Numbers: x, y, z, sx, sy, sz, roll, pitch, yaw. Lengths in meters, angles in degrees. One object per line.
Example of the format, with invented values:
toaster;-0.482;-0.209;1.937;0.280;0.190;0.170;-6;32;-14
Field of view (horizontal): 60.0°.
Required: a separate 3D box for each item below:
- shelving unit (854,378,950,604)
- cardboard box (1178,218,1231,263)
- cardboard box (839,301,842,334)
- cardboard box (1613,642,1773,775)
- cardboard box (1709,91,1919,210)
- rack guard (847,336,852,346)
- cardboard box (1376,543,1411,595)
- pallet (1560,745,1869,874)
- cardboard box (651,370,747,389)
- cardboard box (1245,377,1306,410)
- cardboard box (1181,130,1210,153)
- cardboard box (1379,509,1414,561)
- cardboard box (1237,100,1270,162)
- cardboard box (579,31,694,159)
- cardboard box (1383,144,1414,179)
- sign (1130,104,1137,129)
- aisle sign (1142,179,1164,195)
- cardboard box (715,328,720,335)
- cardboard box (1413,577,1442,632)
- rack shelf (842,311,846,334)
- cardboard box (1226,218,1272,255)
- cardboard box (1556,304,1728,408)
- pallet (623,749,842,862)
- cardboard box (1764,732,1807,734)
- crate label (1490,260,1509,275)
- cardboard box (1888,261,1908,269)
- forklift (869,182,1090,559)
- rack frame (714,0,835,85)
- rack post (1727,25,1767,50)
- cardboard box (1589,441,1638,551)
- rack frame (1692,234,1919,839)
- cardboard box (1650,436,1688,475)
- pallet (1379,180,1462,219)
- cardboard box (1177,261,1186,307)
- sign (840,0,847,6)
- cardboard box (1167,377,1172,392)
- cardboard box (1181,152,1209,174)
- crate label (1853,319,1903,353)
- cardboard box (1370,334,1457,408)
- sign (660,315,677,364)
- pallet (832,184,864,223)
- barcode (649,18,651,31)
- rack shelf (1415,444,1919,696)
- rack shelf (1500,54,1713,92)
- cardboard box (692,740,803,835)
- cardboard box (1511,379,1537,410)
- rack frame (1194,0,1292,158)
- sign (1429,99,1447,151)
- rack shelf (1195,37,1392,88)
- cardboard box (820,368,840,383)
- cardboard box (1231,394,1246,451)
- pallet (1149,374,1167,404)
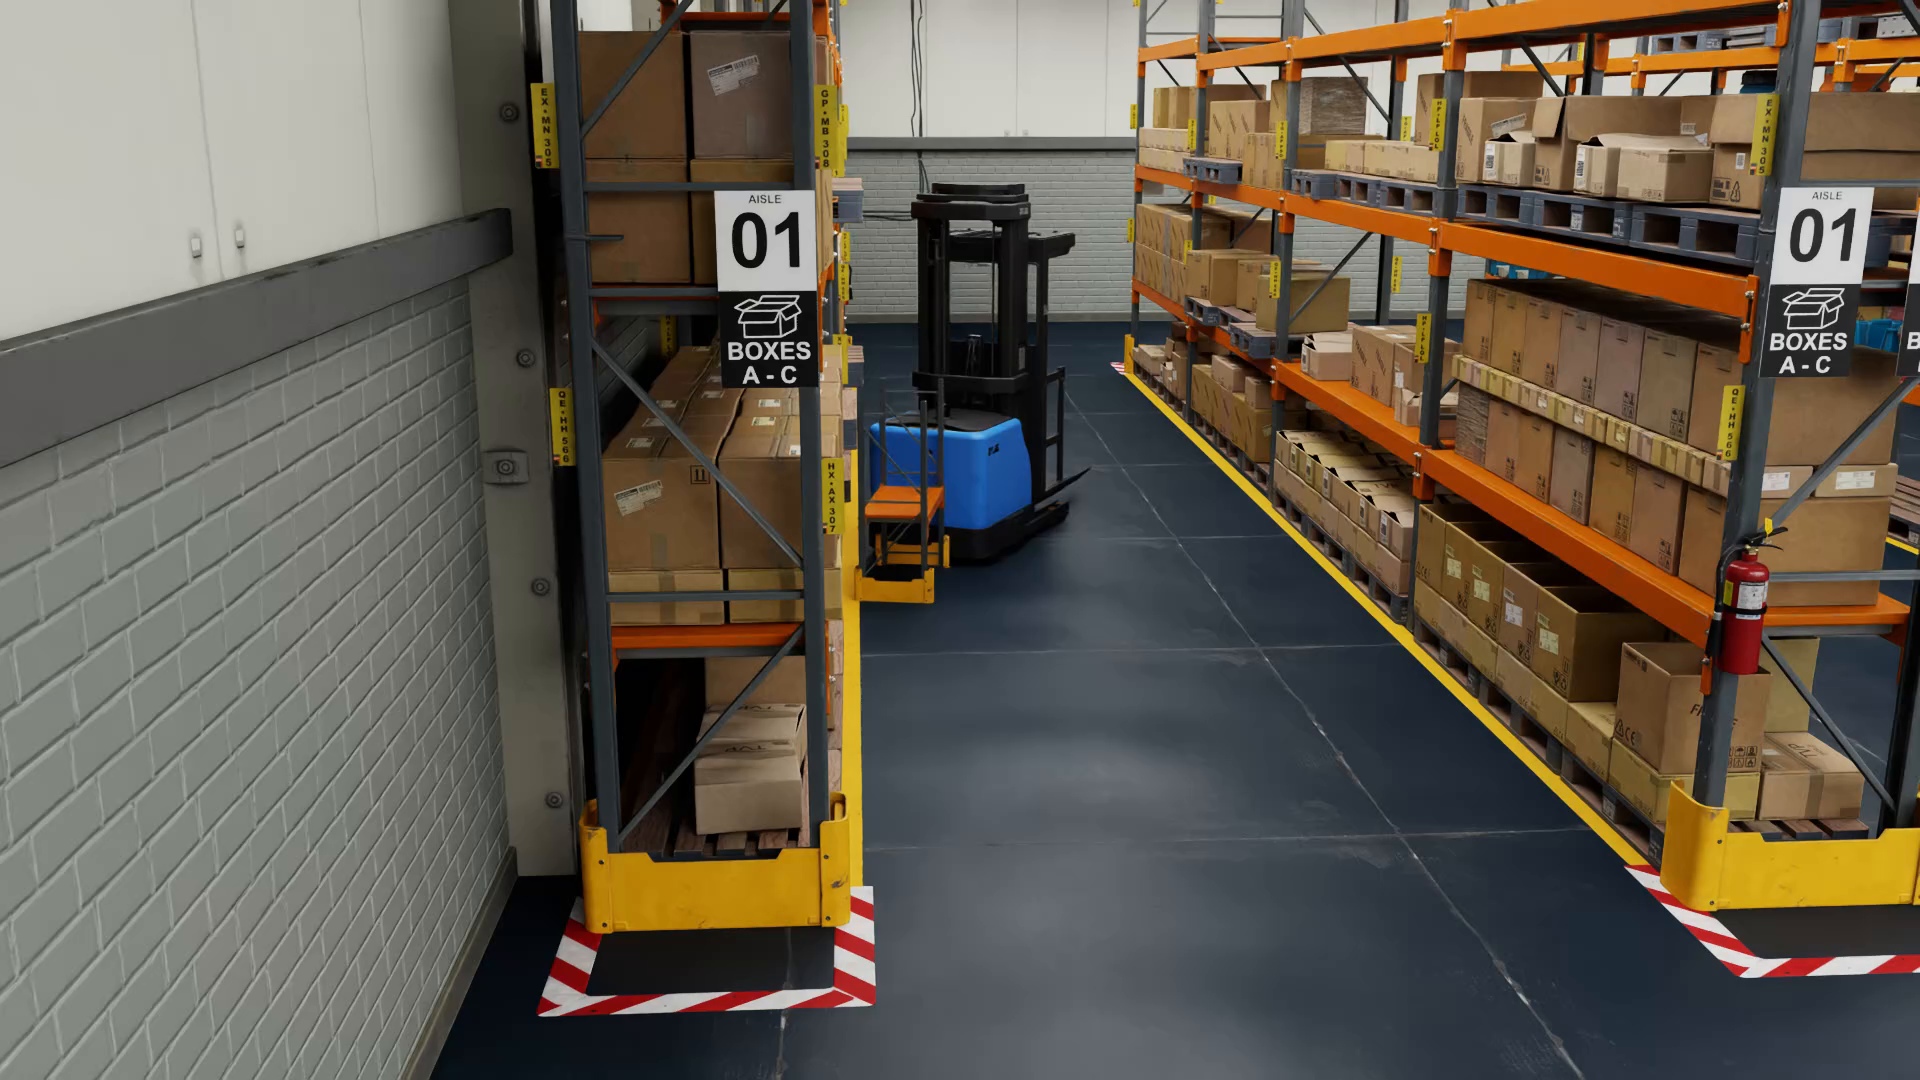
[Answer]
shelving unit;-0.430;-0.399;12.568;0.587;1.500;1.083;2;15;6
cardboard box;2.834;-3.472;19.293;0.500;0.500;0.500;-1;14;-3
cardboard box;-1.348;-2.072;15.222;0.500;0.500;0.500;0;14;-2
cardboard box;3.537;0.803;8.055;0.500;0.500;0.500;-1;14;-3
cardboard box;3.835;-1.750;7.457;0.797;0.503;0.637;0;14;0
rack guard;-2.070;-2.530;22.857;1.175;0.500;0.348;-1;14;-3
cardboard box;3.304;0.202;11.898;0.500;0.250;0.500;-1;14;-4
pallet;3.778;1.328;8.442;1.003;0.211;1.213;-1;14;-3
cardboard box;-1.451;-0.678;9.397;0.500;0.500;0.500;0;14;-2
cardboard box;3.071;-1.431;16.198;0.500;0.250;0.500;0;14;-1
cardboard box;2.822;-4.556;18.993;0.500;0.250;0.500;-1;14;-3
cardboard box;3.308;-0.067;11.819;0.500;0.311;0.500;-1;14;-3
cardboard box;3.166;-4.112;16.725;0.600;0.600;0.600;-1;15;-6
cardboard box;-1.365;-1.854;6.944;0.500;0.500;0.500;0;14;-1
cardboard box;3.562;-2.888;12.668;0.500;0.250;0.500;-2;15;-8
sign;2.334;-5.680;22.308;0.100;0.325;0.005;-1;14;-3
aisle sign;2.578;-5.084;22.547;0.394;0.787;0.004;-1;14;-3
cardboard box;-1.350;-1.278;11.890;0.700;0.500;0.500;1;14;2
cardboard box;3.345;0.420;11.048;0.500;0.250;0.500;-1;14;-3
rack shelf;-1.697;-1.894;16.812;1.077;0.370;4.000;-1;14;-3
cardboard box;3.375;-3.472;19.292;0.500;0.500;0.500;-1;14;-2
cardboard box;3.746;-1.020;9.166;0.700;0.500;0.500;-1;14;-3
pallet;-1.097;1.373;8.265;1.003;0.211;1.213;-1;14;-3
cardboard box;4.021;1.034;8.663;0.500;0.250;0.500;-1;14;-3
crate label;7.506;-3.769;22.872;0.416;0.233;0.303;-1;14;-3
cardboard box;12.590;-3.658;21.927;0.500;0.250;0.500;-1;14;-5
forklift;0.319;-1.587;14.312;1.130;2.935;3.031;6;16;23
rack frame;-1.573;-4.651;14.042;1.000;3.000;0.127;-1;14;-3
rack post;8.320;-5.055;16.616;0.937;0.300;0.954;1;14;3
cardboard box;3.788;-0.252;8.785;0.700;0.500;0.500;-1;14;-3
rack frame;3.867;0.167;7.357;1.000;3.000;0.127;-1;14;-3
cardboard box;3.619;-0.416;8.122;0.380;0.149;0.250;-1;14;-4
pallet;3.551;-2.407;11.726;0.805;0.209;1.217;-1;15;-6
cardboard box;2.836;-2.986;19.412;0.500;0.500;0.500;-1;14;-3
sign;-1.526;-7.136;21.667;0.100;0.325;0.005;-1;14;-3
cardboard box;2.722;-1.879;20.150;0.380;0.149;0.250;-1;14;-3
cardboard box;2.828;-4.314;19.056;0.500;0.250;0.500;-1;14;-3
crate label;8.107;-1.664;14.403;0.502;0.435;0.616;-1;14;-3
cardboard box;3.524;-1.323;12.948;0.500;0.500;0.500;-1;14;-3
sign;-1.879;-1.302;10.742;0.100;0.325;0.005;-1;14;-3
pallet;-1.257;-2.267;11.176;1.213;0.211;1.003;-1;14;-3
barcode;-1.668;-2.771;8.943;0.001;0.075;0.075;-1;14;-3
rack shelf;3.743;0.018;9.380;1.077;0.370;4.000;-1;14;-3
rack shelf;7.943;-5.754;20.575;1.077;0.370;4.000;-1;14;-3
cardboard box;-1.030;1.160;8.011;0.500;0.311;0.500;-3;15;-10
cardboard box;3.507;-0.866;9.872;0.380;0.149;0.250;-1;14;-5
rack frame;3.123;-5.723;18.209;1.000;3.000;0.127;-1;14;-3
sign;3.078;-2.672;10.704;0.100;0.325;0.005;-1;14;-3
rack shelf;3.247;-4.683;16.415;1.077;0.370;4.000;-1;14;-3
cardboard box;-0.930;-0.688;9.438;0.500;0.500;0.500;-1;14;-5
cardboard box;3.047;-1.183;16.737;0.500;0.500;0.500;-1;14;-5
pallet;3.003;-1.942;21.150;1.003;0.211;1.213;-1;14;-3
